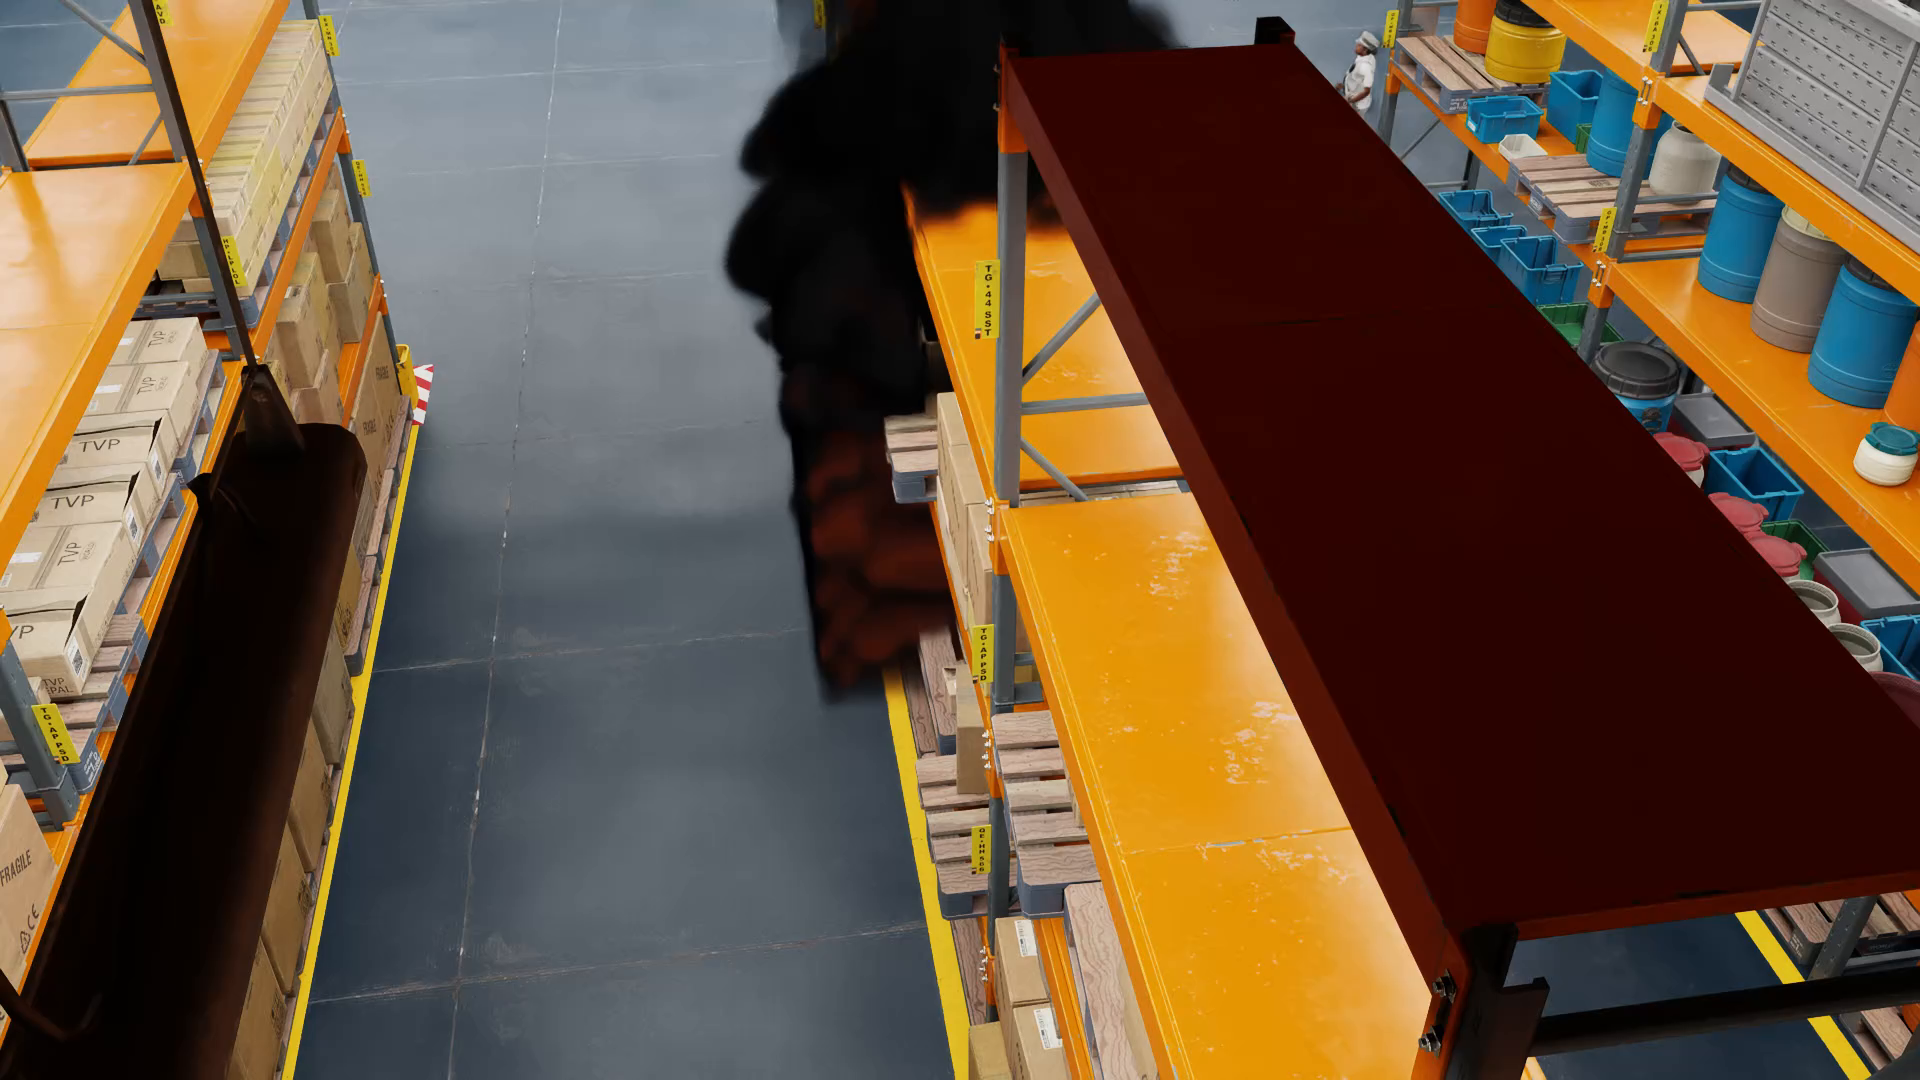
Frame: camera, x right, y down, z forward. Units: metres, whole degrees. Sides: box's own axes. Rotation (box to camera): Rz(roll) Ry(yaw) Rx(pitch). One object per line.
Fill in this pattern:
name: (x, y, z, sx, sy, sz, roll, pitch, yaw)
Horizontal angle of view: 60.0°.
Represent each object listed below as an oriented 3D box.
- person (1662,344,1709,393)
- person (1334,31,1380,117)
person: (6.107, -1.644, 13.837, 0.542, 1.763, 0.711, -6, 37, -9)
person: (4.454, -4.921, 18.757, 0.578, 1.651, 0.572, 12, 38, 15)
